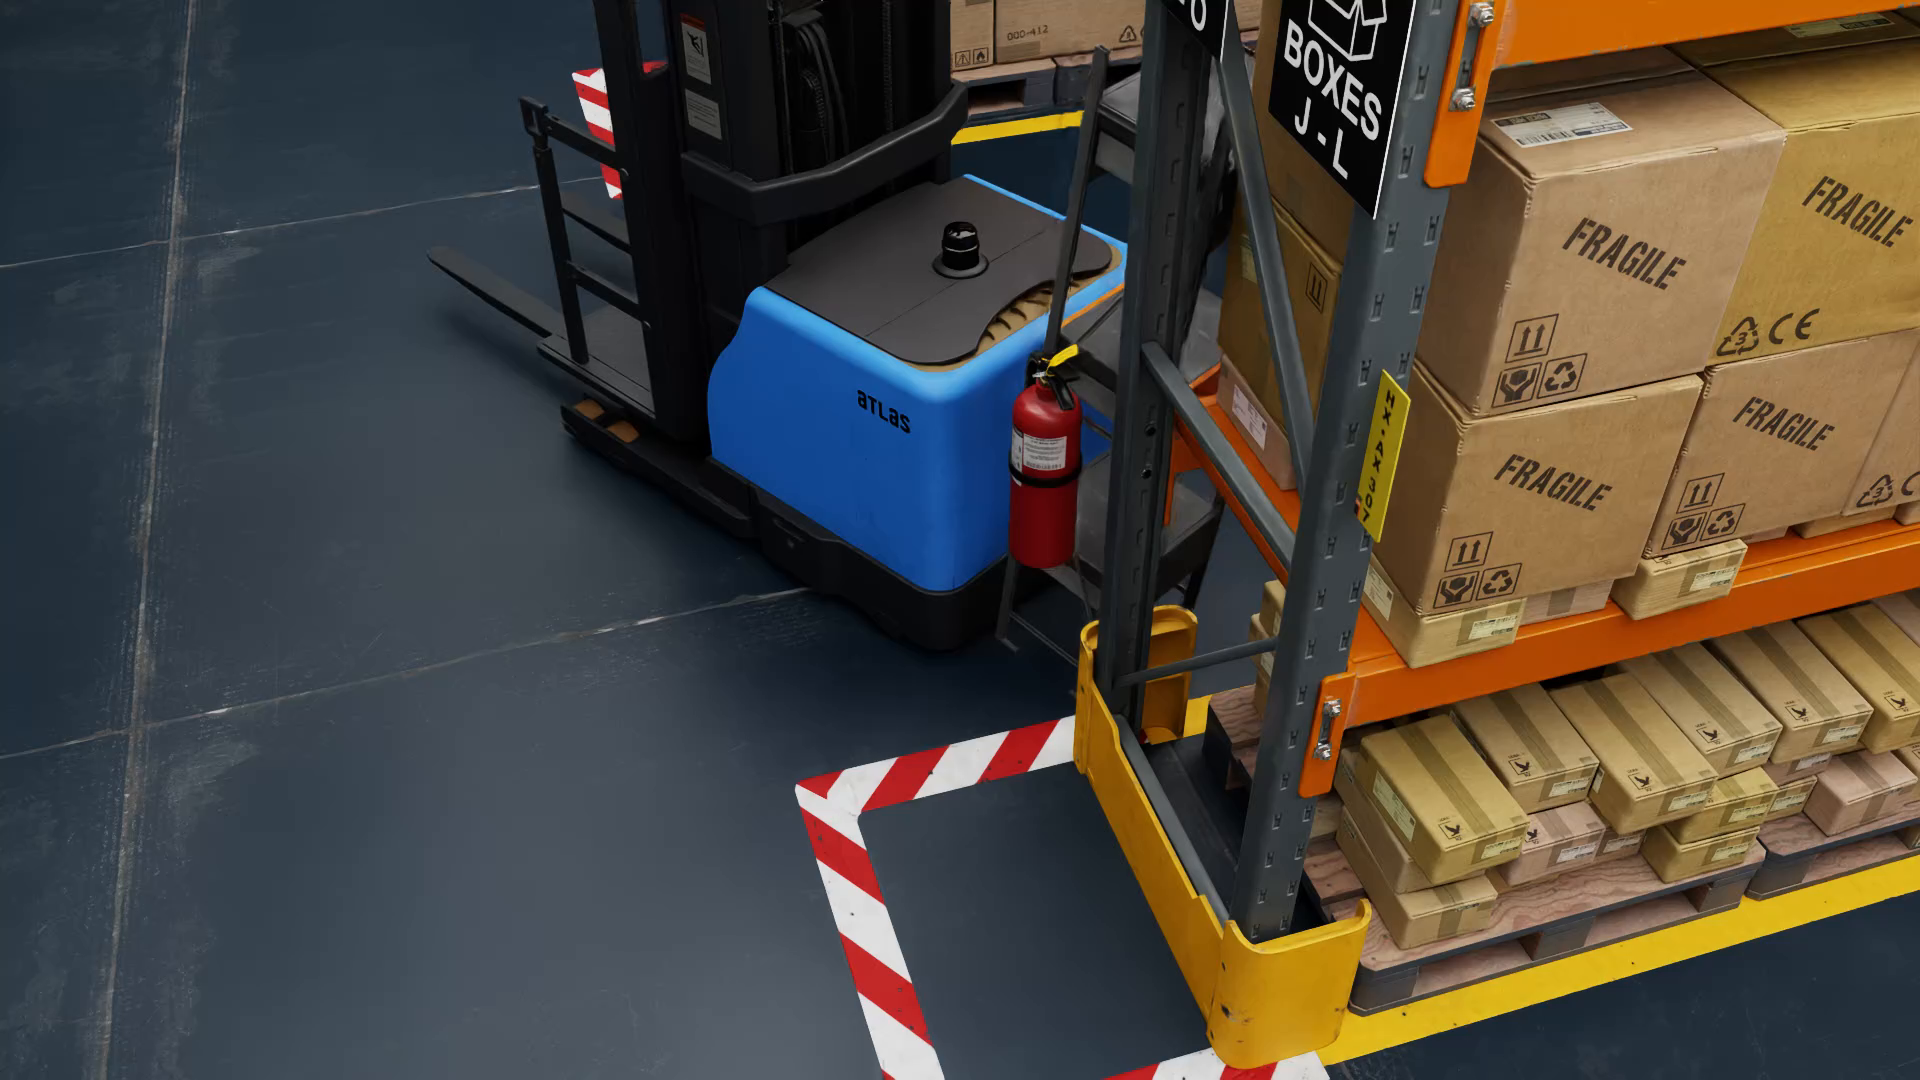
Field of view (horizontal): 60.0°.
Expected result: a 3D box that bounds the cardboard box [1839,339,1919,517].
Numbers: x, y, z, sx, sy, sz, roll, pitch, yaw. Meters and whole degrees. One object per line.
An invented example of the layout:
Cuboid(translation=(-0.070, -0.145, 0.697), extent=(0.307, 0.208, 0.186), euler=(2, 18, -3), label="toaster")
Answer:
Cuboid(translation=(2.075, -0.438, 3.669), extent=(0.500, 0.500, 0.500), euler=(-11, 42, -12), label="cardboard box")

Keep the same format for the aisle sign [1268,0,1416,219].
Cuboid(translation=(0.610, -0.938, 2.568), extent=(0.004, 0.787, 0.394), euler=(-12, 42, -13), label="aisle sign")

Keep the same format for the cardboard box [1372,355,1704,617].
Cuboid(translation=(1.101, -0.227, 3.428), extent=(0.500, 0.500, 0.500), euler=(-10, 42, -11), label="cardboard box")

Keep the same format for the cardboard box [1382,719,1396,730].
Cuboid(translation=(1.244, 0.404, 4.855), extent=(0.250, 0.149, 0.380), euler=(-10, 42, -12), label="cardboard box")

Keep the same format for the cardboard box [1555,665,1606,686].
Cuboid(translation=(1.790, 0.266, 4.788), extent=(0.250, 0.149, 0.380), euler=(-12, 43, -14), label="cardboard box")

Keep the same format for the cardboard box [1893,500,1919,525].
Cuboid(translation=(2.216, -0.228, 3.922), extent=(0.250, 0.149, 0.380), euler=(-12, 43, -14), label="cardboard box")

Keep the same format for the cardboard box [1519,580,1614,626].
Cuboid(translation=(1.227, -0.002, 3.664), extent=(0.250, 0.149, 0.380), euler=(-10, 42, -12), label="cardboard box")

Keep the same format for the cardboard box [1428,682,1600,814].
Cuboid(translation=(1.418, 0.509, 4.283), extent=(0.250, 0.149, 0.380), euler=(-11, 42, -12), label="cardboard box")

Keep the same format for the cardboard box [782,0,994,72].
Cuboid(translation=(-0.394, -2.635, 8.114), extent=(0.875, 0.438, 0.875), euler=(-13, 43, -15), label="cardboard box")

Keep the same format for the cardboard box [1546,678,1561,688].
Cuboid(translation=(1.753, 0.349, 4.918), extent=(0.250, 0.149, 0.380), euler=(-11, 42, -13), label="cardboard box")

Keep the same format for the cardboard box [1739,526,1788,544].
Cuboid(translation=(1.706, -0.159, 3.843), extent=(0.250, 0.149, 0.380), euler=(-10, 42, -11), label="cardboard box")

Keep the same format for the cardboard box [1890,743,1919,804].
Cuboid(translation=(2.657, 0.537, 4.704), extent=(0.250, 0.149, 0.380), euler=(-12, 42, -13), label="cardboard box")

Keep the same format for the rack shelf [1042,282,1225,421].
Cuboid(translation=(0.524, -0.411, 4.609), extent=(0.431, 0.518, 0.480), euler=(37, 53, 25), label="rack shelf")

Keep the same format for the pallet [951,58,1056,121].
Cuboid(translation=(-0.254, -2.406, 8.343), extent=(1.213, 0.211, 1.003), euler=(-12, 42, -13), label="pallet")

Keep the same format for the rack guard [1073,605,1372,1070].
Cuboid(translation=(0.662, 0.764, 4.495), extent=(0.348, 0.500, 1.175), euler=(-12, 42, -13), label="rack guard")

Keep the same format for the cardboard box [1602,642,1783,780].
Cuboid(translation=(1.909, 0.439, 4.364), extent=(0.250, 0.149, 0.380), euler=(-14, 43, -15), label="cardboard box")

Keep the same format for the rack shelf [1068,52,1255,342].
Cuboid(translation=(0.590, -0.890, 4.102), extent=(0.431, 0.518, 0.480), euler=(37, 53, 25), label="rack shelf")

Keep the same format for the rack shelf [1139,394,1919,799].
Cuboid(translation=(2.497, -0.286, 4.345), extent=(4.000, 0.370, 1.077), euler=(-12, 42, -13), label="rack shelf")

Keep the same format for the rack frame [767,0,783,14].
Cuboid(translation=(-0.994, -3.249, 7.188), extent=(0.127, 3.000, 1.000), euler=(-12, 42, -13), label="rack frame")

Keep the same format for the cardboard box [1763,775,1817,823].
Cuboid(translation=(2.137, 0.602, 4.628), extent=(0.250, 0.149, 0.380), euler=(-12, 42, -13), label="cardboard box")

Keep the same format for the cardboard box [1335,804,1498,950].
Cuboid(translation=(1.186, 0.851, 4.344), extent=(0.250, 0.149, 0.380), euler=(-11, 42, -12), label="cardboard box")

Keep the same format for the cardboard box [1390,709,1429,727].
Cuboid(translation=(1.273, 0.340, 4.702), extent=(0.250, 0.149, 0.380), euler=(-13, 43, -14), label="cardboard box")

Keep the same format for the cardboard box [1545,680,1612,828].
Cuboid(translation=(1.652, 0.576, 4.432), extent=(0.250, 0.149, 0.380), euler=(-11, 42, -13), label="cardboard box")

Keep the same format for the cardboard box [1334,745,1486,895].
Cuboid(translation=(1.167, 0.699, 4.292), extent=(0.250, 0.149, 0.380), euler=(-10, 42, -11), label="cardboard box")

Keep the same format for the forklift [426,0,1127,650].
Cuboid(translation=(-0.825, -1.597, 5.350), extent=(3.031, 2.935, 1.130), euler=(31, 50, 30), label="forklift")

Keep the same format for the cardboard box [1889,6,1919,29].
Cuboid(translation=(2.080, -0.803, 3.327), extent=(0.500, 0.500, 0.500), euler=(-13, 43, -14), label="cardboard box")

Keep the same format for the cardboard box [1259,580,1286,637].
Cuboid(translation=(1.018, 0.266, 4.562), extent=(0.250, 0.149, 0.380), euler=(-11, 42, -13), label="cardboard box")

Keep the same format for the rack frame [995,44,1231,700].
Cuboid(translation=(0.358, -0.303, 4.466), extent=(0.400, 2.100, 0.015), euler=(37, 53, 25), label="rack frame")

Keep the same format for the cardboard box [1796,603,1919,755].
Cuboid(translation=(2.441, 0.366, 4.446), extent=(0.250, 0.149, 0.380), euler=(-11, 42, -12), label="cardboard box")

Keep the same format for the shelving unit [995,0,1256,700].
Cuboid(translation=(0.526, -0.420, 4.599), extent=(0.431, 2.100, 0.503), euler=(37, 53, 25), label="shelving unit")

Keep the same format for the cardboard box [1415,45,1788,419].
Cuboid(translation=(1.098, -0.610, 3.107), extent=(0.500, 0.500, 0.500), euler=(-12, 43, -13), label="cardboard box")

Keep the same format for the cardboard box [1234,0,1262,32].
Cuboid(translation=(1.337, -2.998, 8.530), extent=(0.875, 0.438, 0.875), euler=(-13, 43, -14), label="cardboard box")

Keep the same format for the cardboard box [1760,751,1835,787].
Cuboid(translation=(2.153, 0.482, 4.540), extent=(0.250, 0.149, 0.380), euler=(-14, 43, -15), label="cardboard box")

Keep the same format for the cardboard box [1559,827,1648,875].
Cuboid(translation=(1.645, 0.694, 4.523), extent=(0.250, 0.149, 0.380), euler=(-11, 42, -13), label="cardboard box")

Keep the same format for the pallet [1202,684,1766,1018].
Cuboid(translation=(1.448, 0.735, 4.749), extent=(1.213, 0.211, 1.003), euler=(-12, 42, -13), label="pallet")
